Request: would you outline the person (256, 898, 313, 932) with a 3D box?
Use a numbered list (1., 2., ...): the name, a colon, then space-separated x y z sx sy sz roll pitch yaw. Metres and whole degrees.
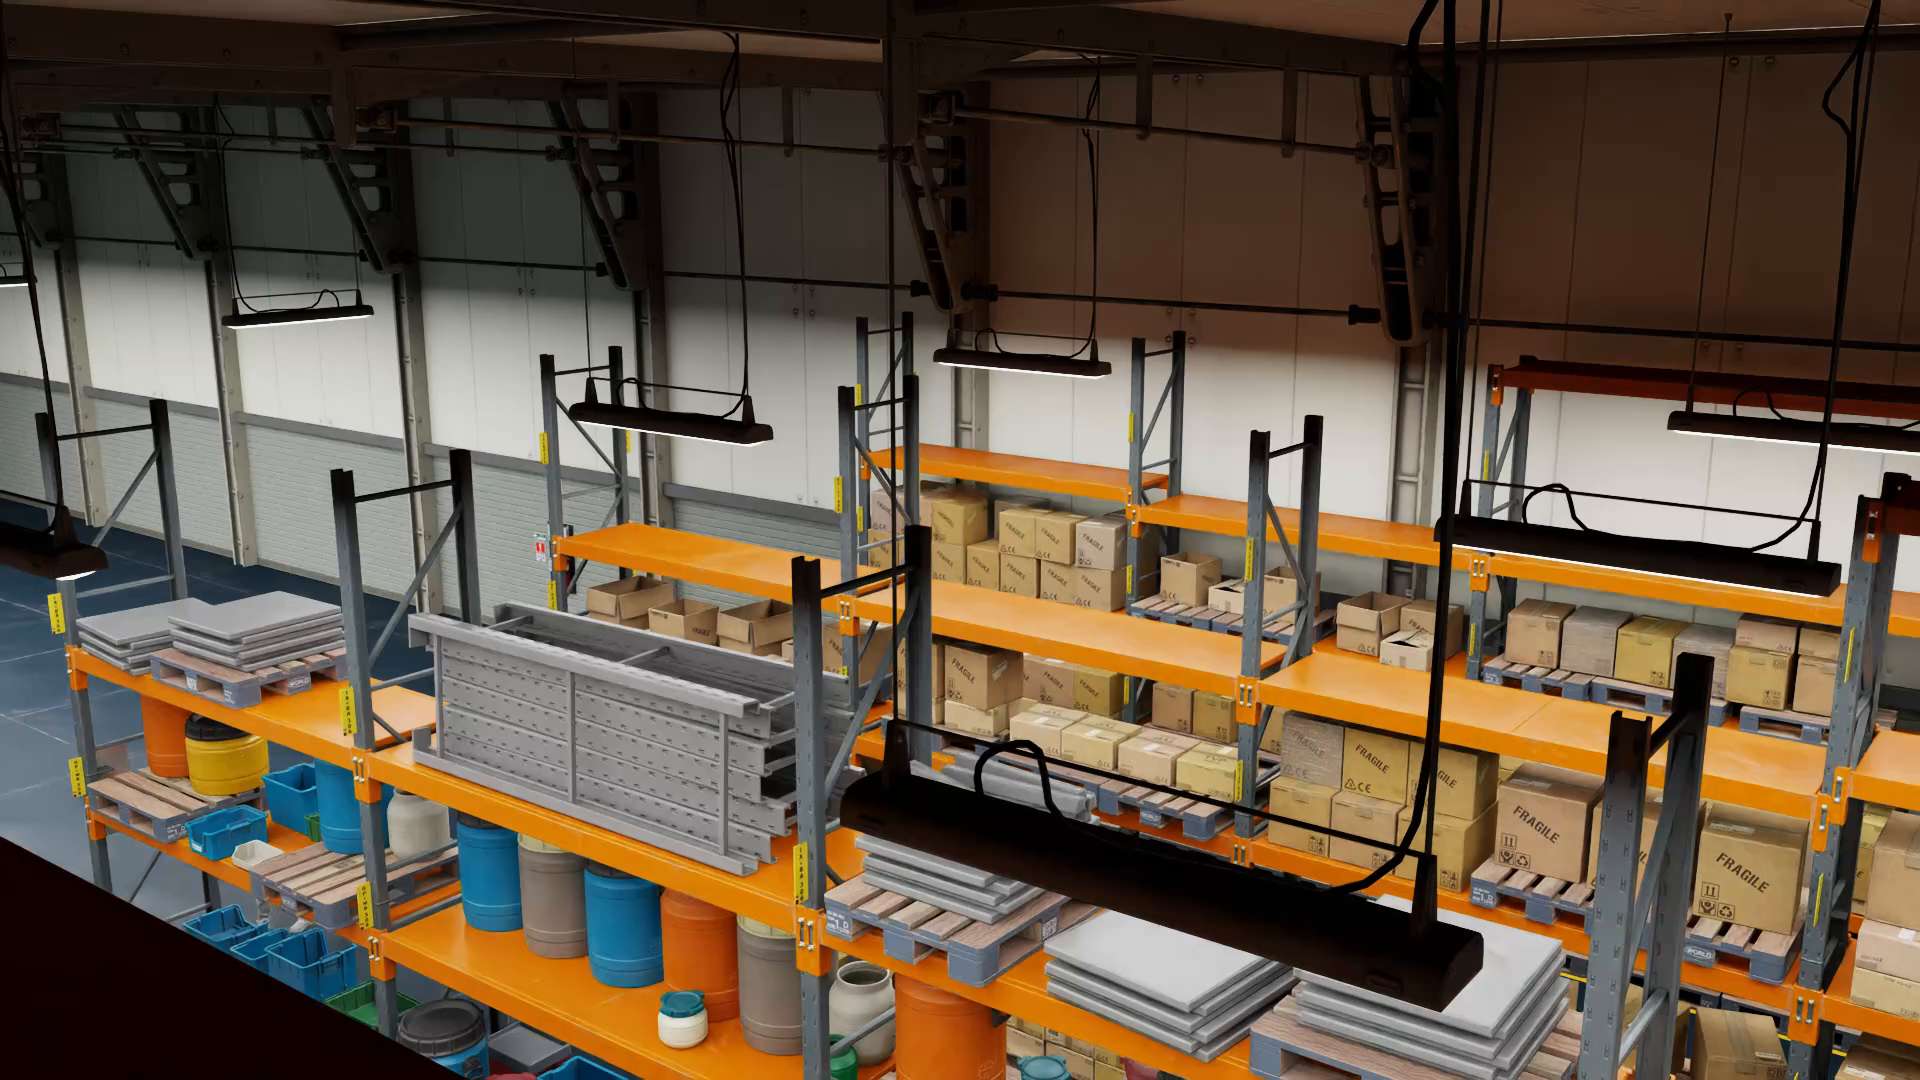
1. person: -7.024 3.307 17.117 0.585 1.786 0.765 4 14 16
